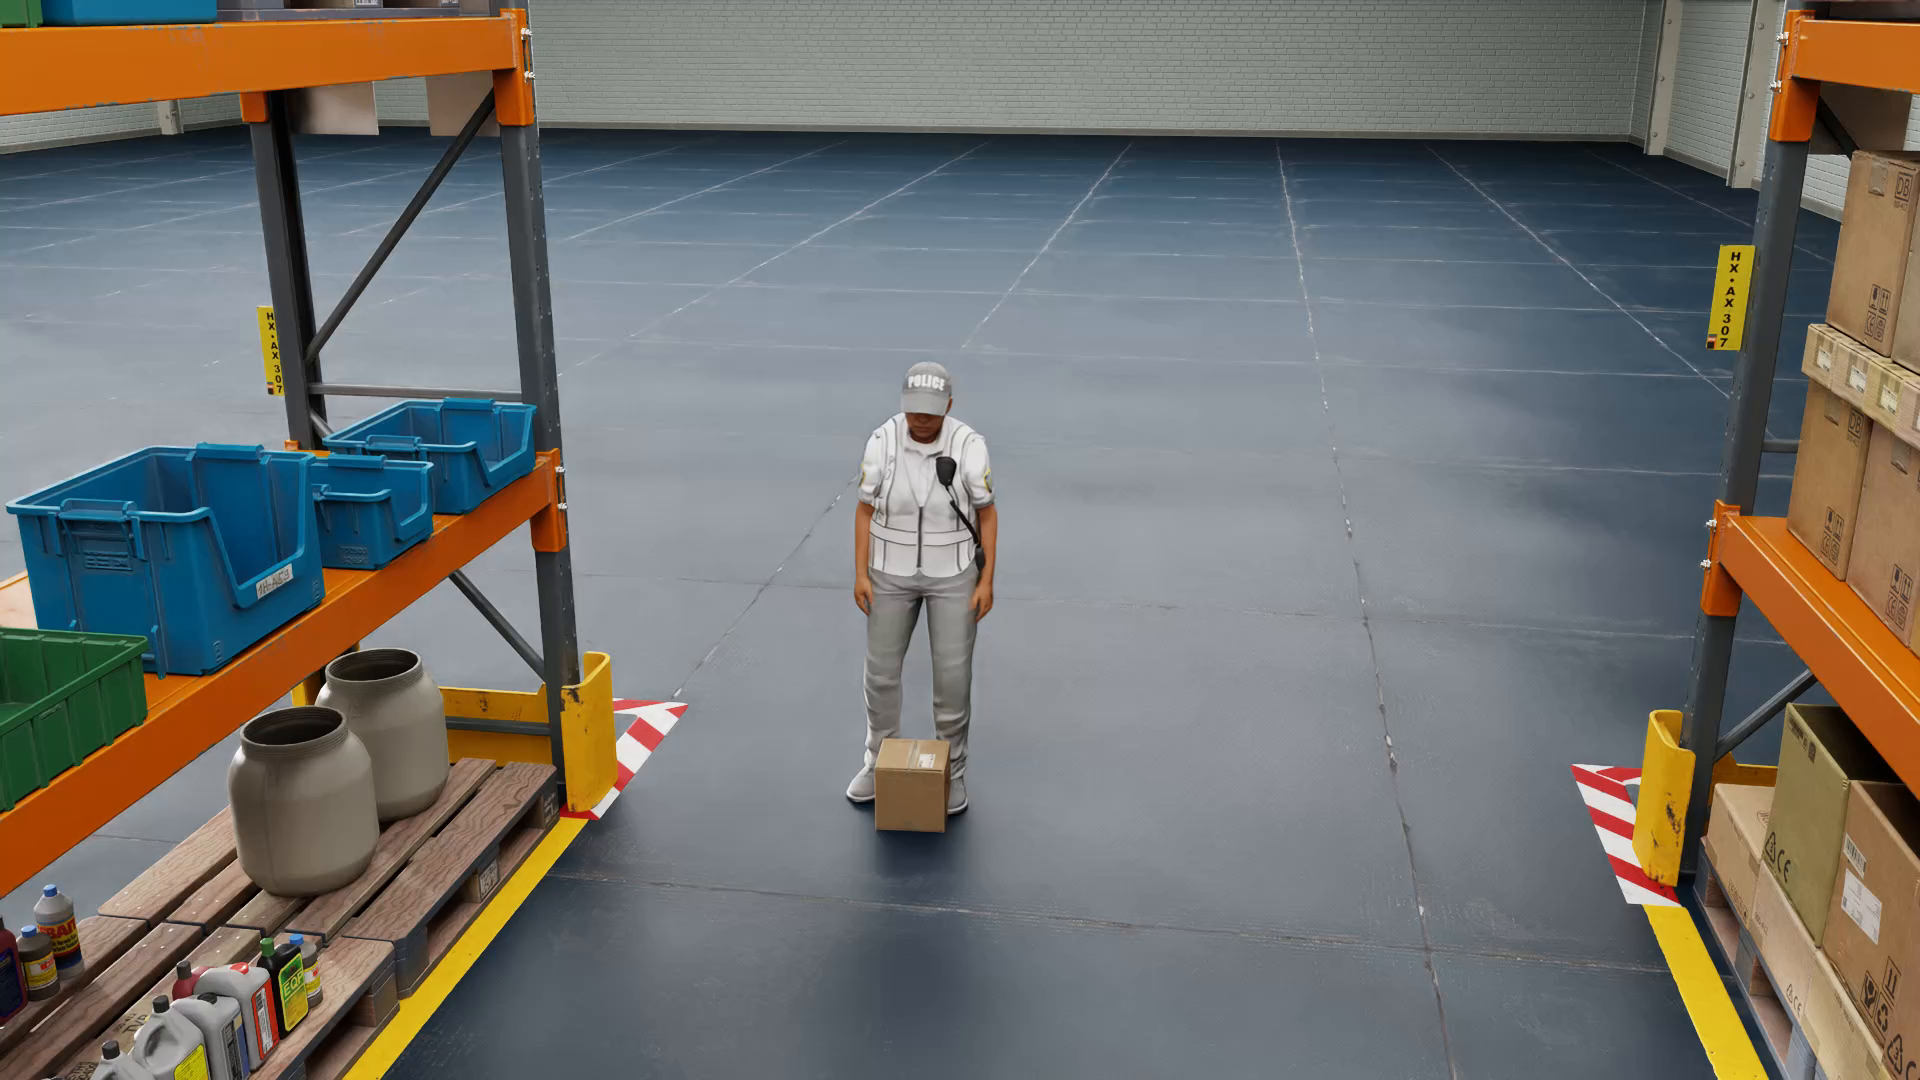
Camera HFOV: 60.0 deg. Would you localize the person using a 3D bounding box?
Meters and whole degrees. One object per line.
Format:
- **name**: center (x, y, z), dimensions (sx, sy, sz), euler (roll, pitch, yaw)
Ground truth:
- **person**: center (-0.143, 0.156, 6.068), dimensions (0.549, 1.664, 0.470), euler (2, 18, 6)
